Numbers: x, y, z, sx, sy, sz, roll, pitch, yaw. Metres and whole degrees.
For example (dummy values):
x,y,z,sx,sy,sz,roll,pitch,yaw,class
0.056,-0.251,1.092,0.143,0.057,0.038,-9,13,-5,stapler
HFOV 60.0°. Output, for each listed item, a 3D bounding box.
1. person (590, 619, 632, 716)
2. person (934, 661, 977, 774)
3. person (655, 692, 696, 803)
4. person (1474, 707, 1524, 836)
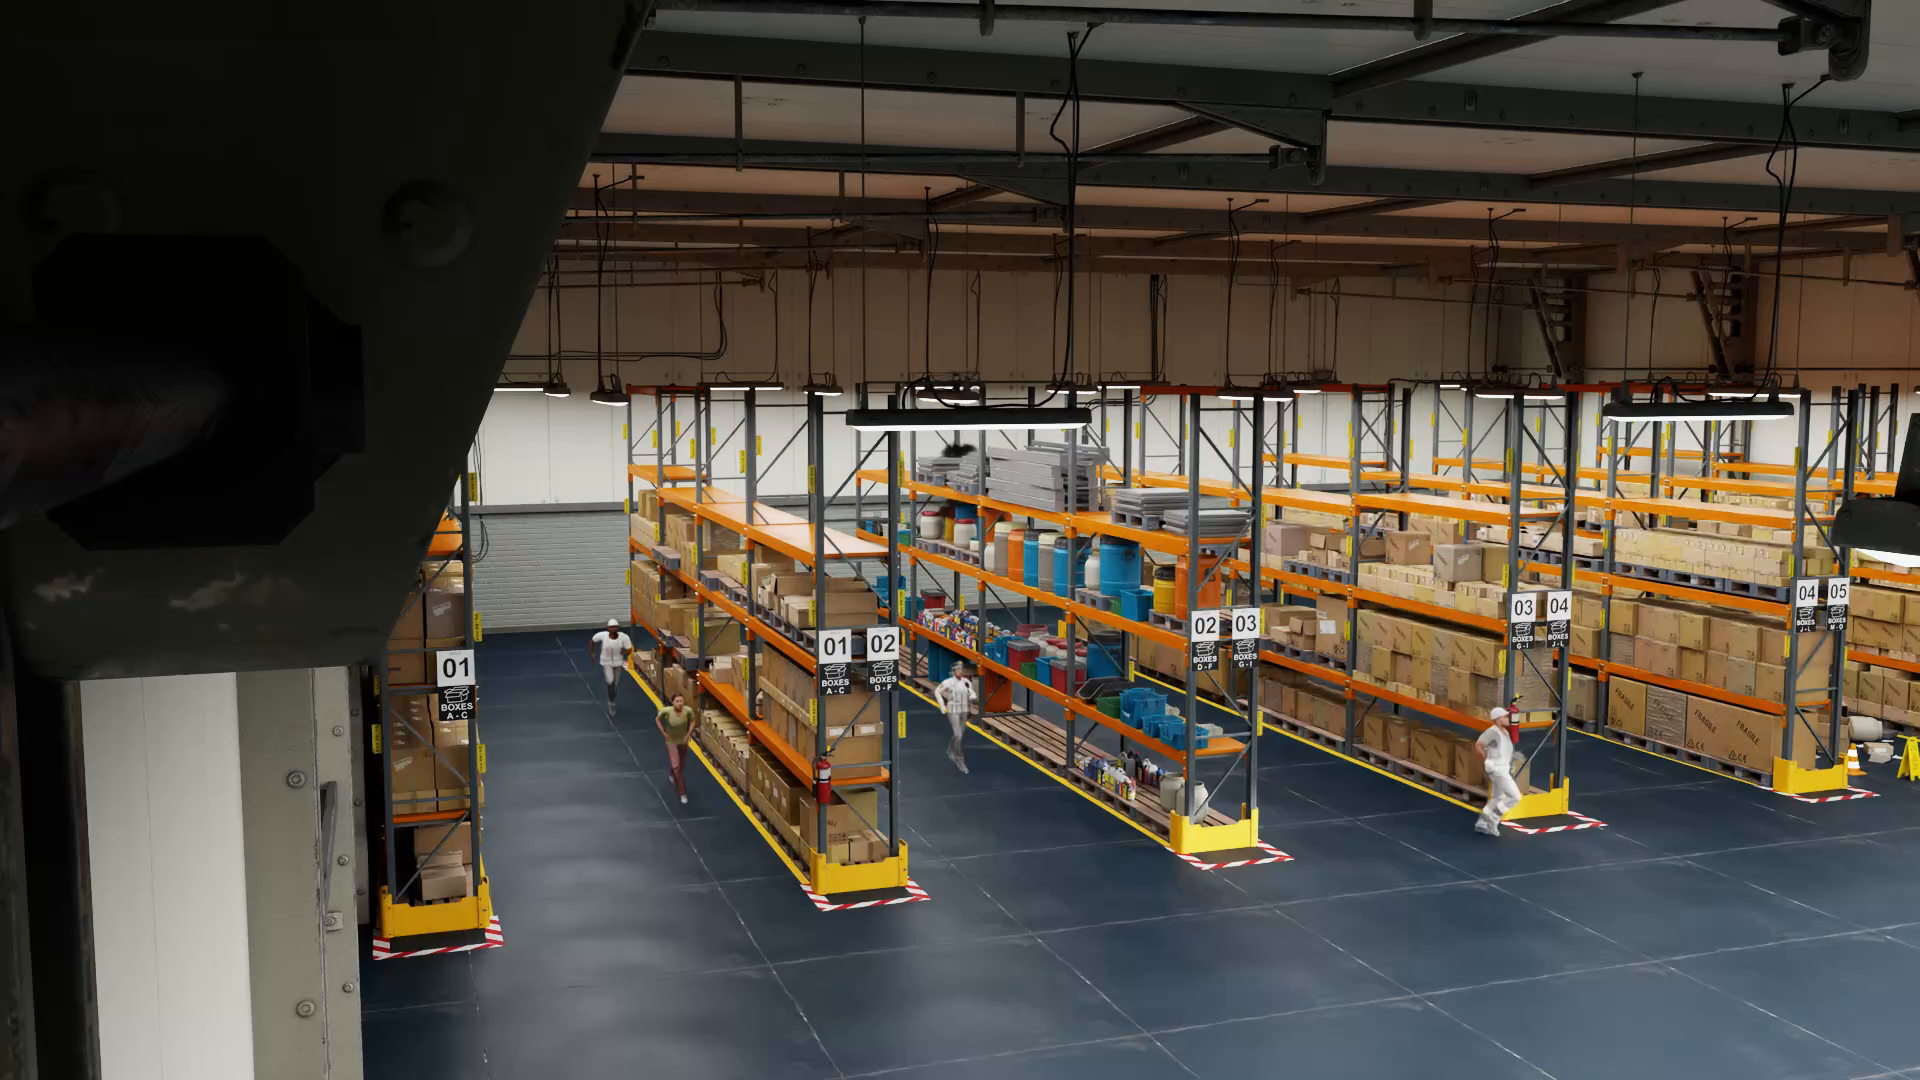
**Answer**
x,y,z,sx,sy,sz,roll,pitch,yaw,class
-6.386,2.317,30.509,0.729,1.787,0.834,-2,6,-19,person
-0.040,2.759,26.342,0.592,1.730,0.846,-3,7,-30,person
-4.214,3.016,24.599,0.584,1.659,0.884,-2,6,-18,person
7.314,3.129,22.507,0.611,1.732,0.673,3,7,28,person
